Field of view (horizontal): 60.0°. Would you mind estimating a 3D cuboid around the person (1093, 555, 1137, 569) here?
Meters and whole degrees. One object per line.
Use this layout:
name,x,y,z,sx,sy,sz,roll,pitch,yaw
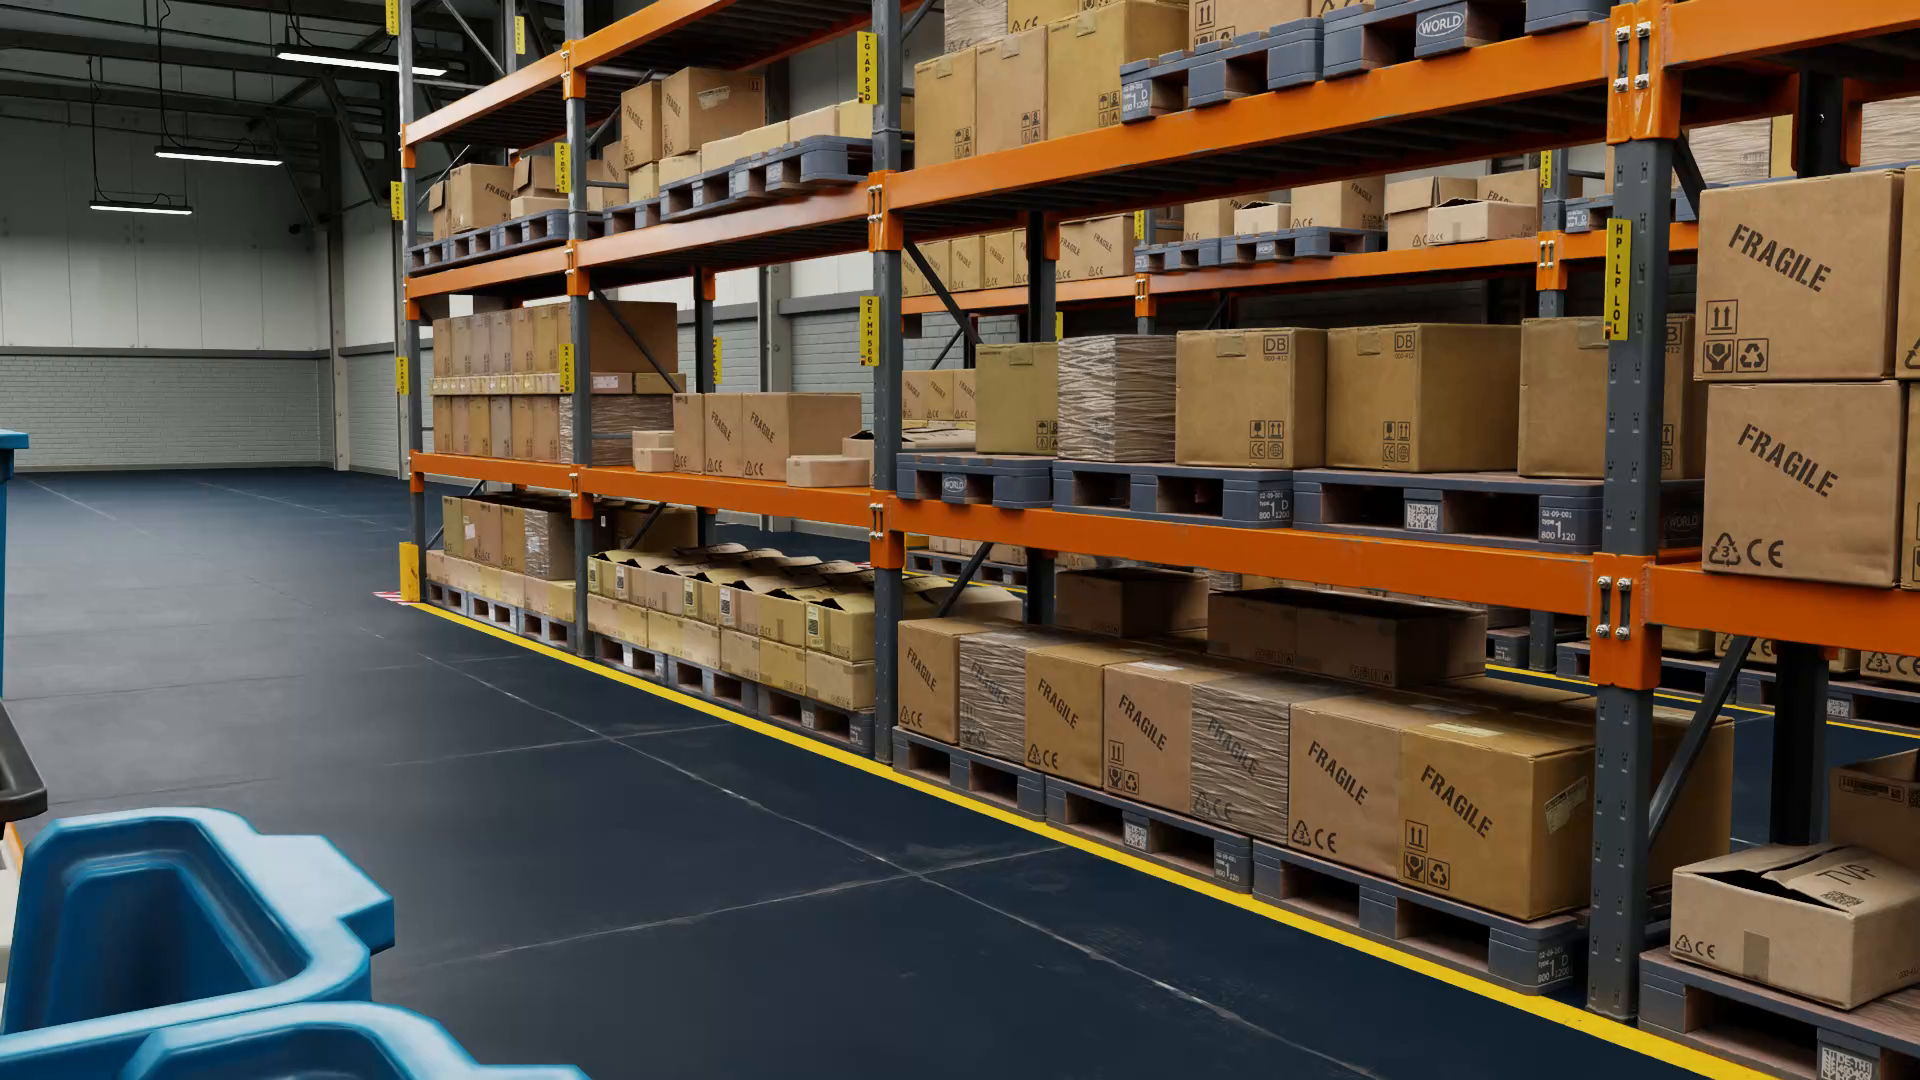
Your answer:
person,1.156,-0.111,12.271,0.434,1.686,0.507,-3,5,-28
